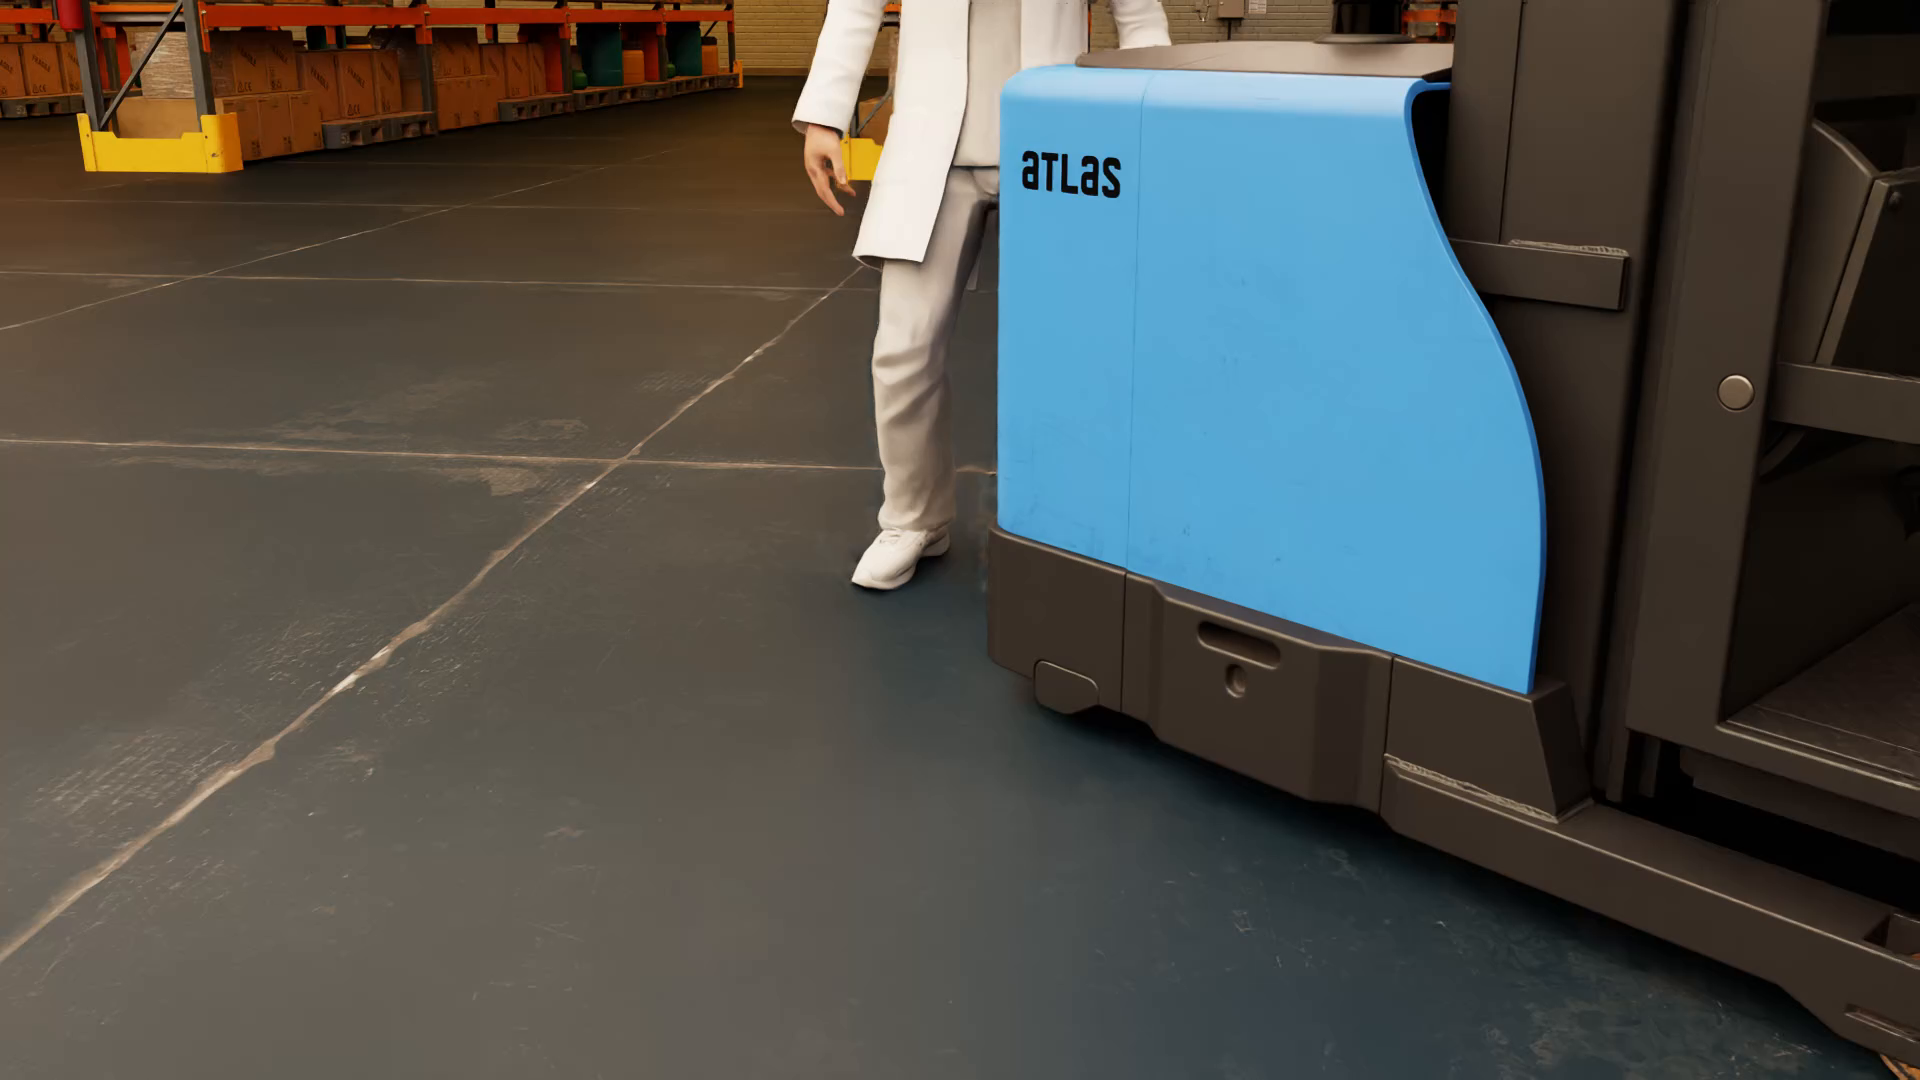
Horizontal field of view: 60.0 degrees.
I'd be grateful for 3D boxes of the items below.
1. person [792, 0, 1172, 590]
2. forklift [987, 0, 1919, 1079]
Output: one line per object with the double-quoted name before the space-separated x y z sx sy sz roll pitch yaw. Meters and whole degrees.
"person" 0.062 -0.749 3.318 0.816 1.744 0.633 0 17 0
"forklift" 1.416 -0.904 1.818 1.130 2.935 3.031 -16 23 -40
